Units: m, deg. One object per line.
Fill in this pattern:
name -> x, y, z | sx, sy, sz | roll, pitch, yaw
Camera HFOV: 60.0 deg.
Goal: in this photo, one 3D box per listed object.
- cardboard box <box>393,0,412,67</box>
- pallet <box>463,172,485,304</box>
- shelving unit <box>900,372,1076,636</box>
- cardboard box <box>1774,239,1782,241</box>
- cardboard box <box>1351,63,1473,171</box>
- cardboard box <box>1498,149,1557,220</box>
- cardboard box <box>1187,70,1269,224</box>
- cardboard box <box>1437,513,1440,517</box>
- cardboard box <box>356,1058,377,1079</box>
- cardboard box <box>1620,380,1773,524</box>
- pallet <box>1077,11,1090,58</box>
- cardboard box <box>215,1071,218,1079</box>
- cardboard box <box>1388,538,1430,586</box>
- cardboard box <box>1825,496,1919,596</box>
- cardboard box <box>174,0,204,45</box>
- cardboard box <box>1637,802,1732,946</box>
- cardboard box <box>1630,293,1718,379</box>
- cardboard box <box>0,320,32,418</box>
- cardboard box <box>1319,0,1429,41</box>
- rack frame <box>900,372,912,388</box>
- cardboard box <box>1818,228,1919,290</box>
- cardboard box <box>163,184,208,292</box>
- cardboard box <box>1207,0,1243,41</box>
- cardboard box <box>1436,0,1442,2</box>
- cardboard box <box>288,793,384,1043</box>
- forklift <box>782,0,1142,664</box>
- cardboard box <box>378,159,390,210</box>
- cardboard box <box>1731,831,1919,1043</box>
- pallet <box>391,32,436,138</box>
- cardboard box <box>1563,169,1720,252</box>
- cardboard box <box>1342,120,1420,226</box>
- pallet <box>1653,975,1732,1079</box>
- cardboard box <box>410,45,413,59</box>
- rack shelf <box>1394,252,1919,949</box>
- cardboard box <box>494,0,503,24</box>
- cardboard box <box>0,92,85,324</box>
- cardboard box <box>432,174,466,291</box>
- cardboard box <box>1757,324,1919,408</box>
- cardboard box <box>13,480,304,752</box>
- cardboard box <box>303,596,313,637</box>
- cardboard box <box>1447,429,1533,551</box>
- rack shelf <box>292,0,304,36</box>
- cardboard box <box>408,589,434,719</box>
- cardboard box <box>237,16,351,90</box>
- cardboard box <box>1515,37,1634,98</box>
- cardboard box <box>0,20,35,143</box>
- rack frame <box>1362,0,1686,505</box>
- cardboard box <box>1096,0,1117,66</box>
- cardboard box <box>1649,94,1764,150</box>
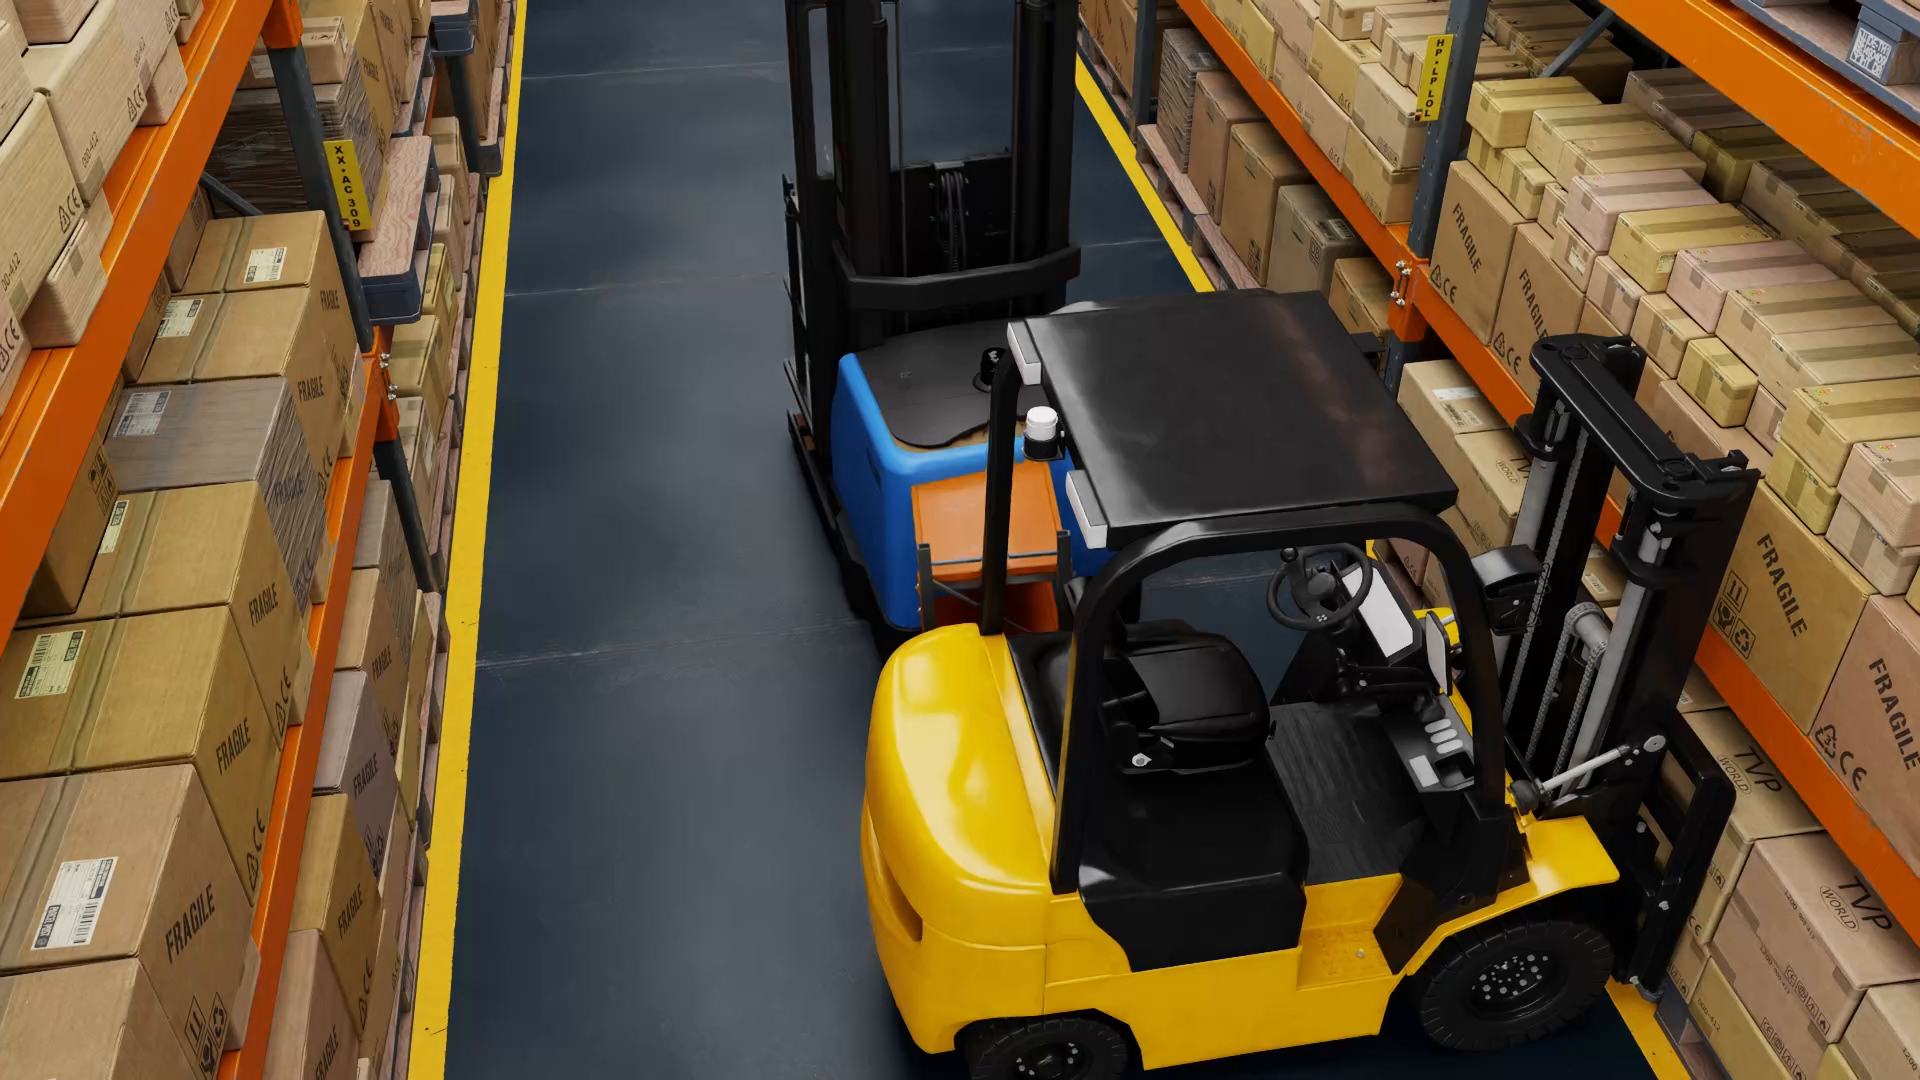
cardboard box -> -2.674, -2.345, 7.158 | 0.500, 0.500, 0.500 | -8, 39, -10
pallet -> -3.178, -1.640, 9.188 | 1.003, 0.211, 1.213 | -6, 38, -8
shelving unit -> 0.096, 0.119, 6.151 | 0.538, 1.125, 1.048 | -5, 39, -2
cardboard box -> 2.735, -0.841, 5.278 | 0.380, 0.149, 0.250 | -5, 38, -6
cardboard box -> 1.936, -1.740, 6.760 | 0.500, 0.250, 0.500 | -7, 38, -9
cardboard box -> 2.118, -1.252, 5.806 | 0.380, 0.149, 0.250 | -5, 38, -7
cardboard box -> 1.791, -2.205, 9.237 | 0.875, 0.625, 0.625 | -5, 38, -6
cardboard box -> 2.055, -0.285, 6.663 | 0.500, 0.250, 0.500 | -6, 38, -8
cardboard box -> -1.862, 1.713, 4.499 | 0.500, 0.250, 0.500 | -5, 38, -6
cardboard box -> 2.360, -0.152, 4.919 | 0.500, 0.500, 0.500 | -6, 38, -8
pallet -> 1.269, -3.838, 12.018 | 1.003, 0.211, 1.213 | -6, 38, -8
cardboard box -> -1.791, 1.171, 3.503 | 0.380, 0.149, 0.250 | -7, 38, -9
cardboard box -> 2.033, -0.085, 6.814 | 0.500, 0.250, 0.500 | -6, 38, -7
cardboard box -> 2.454, -0.014, 4.212 | 0.380, 0.149, 0.250 | -7, 38, -9
cardboard box -> -2.230, -1.410, 4.380 | 0.380, 0.149, 0.250 | -6, 38, -7
cardboard box -> 2.394, 0.932, 5.097 | 0.500, 0.250, 0.500 | -7, 38, -9
cardboard box -> 2.267, -0.632, 5.008 | 0.380, 0.149, 0.250 | -7, 38, -9
cardboard box -> -1.914, -0.321, 2.978 | 0.380, 0.149, 0.250 | -7, 38, -9
cardboard box -> 1.765, -2.263, 7.108 | 0.380, 0.149, 0.250 | -7, 38, -9
rack frame -> 0.054, -0.197, 6.546 | 0.500, 1.125, 0.032 | -5, 39, -2
cardboard box -> 2.820, -0.809, 4.993 | 0.380, 0.149, 0.250 | -7, 38, -8
cardboard box -> -2.748, -1.060, 5.030 | 0.700, 0.500, 0.500 | -7, 38, -8
cardboard box -> 1.590, -2.781, 8.507 | 0.500, 0.250, 0.500 | -7, 38, -9
cardboard box -> 2.301, -2.488, 7.397 | 0.380, 0.149, 0.250 | -6, 38, -8
cardboard box -> -1.961, 1.093, 4.686 | 0.500, 0.500, 0.500 | -6, 38, -7
forklift -> -0.175, -1.533, 6.834 | 1.130, 2.935, 3.031 | -10, 39, -13
cardboard box -> -2.433, -1.383, 6.448 | 0.380, 0.149, 0.250 | -5, 38, -7
cardboard box -> 2.492, 1.056, 4.530 | 0.500, 0.250, 0.500 | -6, 38, -7
pallet -> -2.926, -1.946, 7.466 | 1.003, 0.211, 1.213 | -6, 38, -8
cardboard box -> 2.170, -1.054, 5.309 | 0.380, 0.149, 0.250 | -5, 38, -7
cardboard box -> 1.928, -1.550, 6.922 | 0.500, 0.250, 0.500 | -5, 38, -7
pallet -> 2.800, 1.727, 4.855 | 1.003, 0.211, 1.213 | -6, 38, -8
cardboard box -> -2.675, -2.179, 7.473 | 0.380, 0.149, 0.250 | -7, 38, -9
rack shelf -> 2.625, 0.159, 5.187 | 1.077, 0.370, 4.000 | -6, 38, -8
cardboard box -> -3.661, -4.045, 11.401 | 0.875, 0.875, 0.875 | -5, 38, -7
cardboard box -> -1.930, -0.571, 2.974 | 0.500, 0.250, 0.500 | -5, 38, -7
cardboard box -> -3.087, -1.554, 8.605 | 0.950, 0.372, 0.625 | -7, 38, -9
cardboard box -> 2.430, -0.450, 4.531 | 0.380, 0.149, 0.250 | -6, 38, -7
cardboard box -> -2.002, 0.220, 4.198 | 0.500, 0.500, 0.500 | -7, 38, -9
cardboard box -> -2.059, 0.235, 4.708 | 0.380, 0.149, 0.250 | -7, 38, -9
cardboard box -> 2.130, -0.172, 6.110 | 0.500, 0.250, 0.500 | -6, 38, -8
rack shelf -> -2.963, -2.905, 6.686 | 1.077, 0.370, 4.000 | -6, 38, -8
cardboard box -> -2.244, 0.451, 6.123 | 0.500, 0.250, 0.500 | -5, 38, -6
cardboard box -> -2.346, -1.698, 5.796 | 0.380, 0.149, 0.250 | -6, 38, -8
cardboard box -> 2.424, -1.864, 6.594 | 0.380, 0.149, 0.250 | -7, 38, -9
cardboard box -> -1.889, -0.791, 2.934 | 0.380, 0.149, 0.250 | -5, 38, -7
rack frame -> 2.274, -1.333, 6.521 | 1.000, 3.000, 0.127 | -6, 38, -8
cardboard box -> 1.210, -3.463, 10.958 | 0.500, 0.500, 0.500 | -7, 38, -9
cardboard box -> 2.631, -1.430, 5.793 | 0.380, 0.149, 0.250 | -7, 38, -9
